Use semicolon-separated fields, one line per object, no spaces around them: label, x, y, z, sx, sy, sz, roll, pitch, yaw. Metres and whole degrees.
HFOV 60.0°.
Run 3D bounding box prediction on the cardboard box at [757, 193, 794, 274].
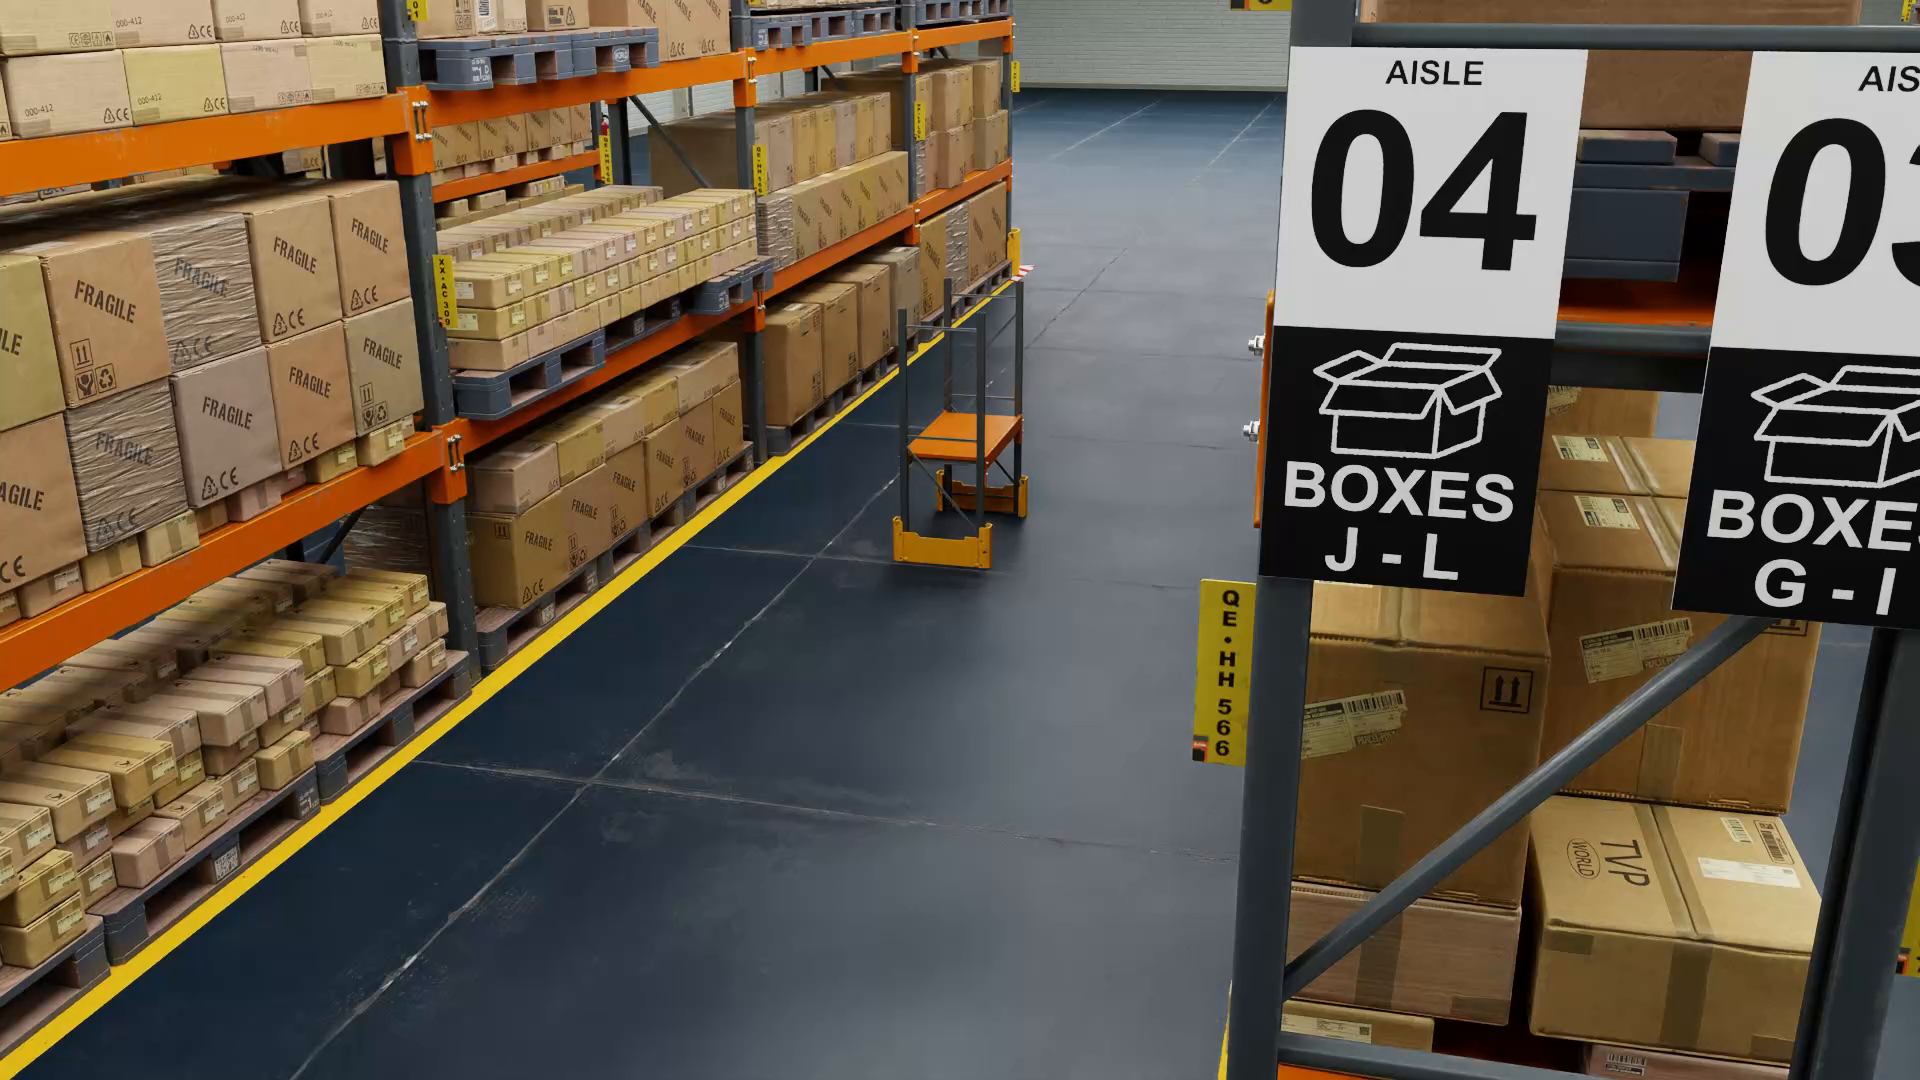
cardboard box;-1.496;-2.169;11.741;0.500;0.500;0.500;5;19;14

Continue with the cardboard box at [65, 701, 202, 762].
cardboard box;-3.094;0.737;6.231;0.380;0.149;0.250;5;19;14

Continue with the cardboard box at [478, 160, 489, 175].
cardboard box;-5.151;-3.899;17.351;0.380;0.149;0.250;5;19;13

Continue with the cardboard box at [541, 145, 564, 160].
cardboard box;-4.693;-4.366;18.717;0.380;0.149;0.250;5;19;14

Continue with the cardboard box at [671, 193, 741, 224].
cardboard box;-1.606;-2.095;10.499;0.380;0.149;0.250;4;19;13

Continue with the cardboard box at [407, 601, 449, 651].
cardboard box;-2.614;0.385;7.719;0.380;0.149;0.250;5;20;14

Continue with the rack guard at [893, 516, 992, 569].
rack guard;-0.103;0.014;9.760;0.587;0.250;0.087;5;19;13

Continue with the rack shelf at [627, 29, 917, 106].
rack shelf;-1.379;-3.708;12.874;1.077;0.370;4.000;5;19;13

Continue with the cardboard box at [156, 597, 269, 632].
cardboard box;-3.269;0.377;7.283;0.380;0.149;0.250;4;19;13

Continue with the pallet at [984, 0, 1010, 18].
pallet;-0.084;-5.653;17.595;1.003;0.211;1.213;5;19;13

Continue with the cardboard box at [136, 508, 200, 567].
cardboard box;-3.000;-0.026;6.010;0.380;0.149;0.250;5;19;14

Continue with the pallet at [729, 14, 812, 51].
pallet;-1.762;-3.538;11.557;1.213;0.211;1.003;6;20;16

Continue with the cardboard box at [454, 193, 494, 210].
cardboard box;-5.097;-3.533;17.332;0.380;0.149;0.250;5;20;15

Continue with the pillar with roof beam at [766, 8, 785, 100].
pillar with roof beam;-0.558;-15.134;40.573;9.100;9.000;0.400;5;19;13

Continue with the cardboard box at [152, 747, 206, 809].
cardboard box;-3.107;0.871;6.296;0.380;0.149;0.250;6;20;16

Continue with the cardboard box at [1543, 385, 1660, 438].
cardboard box;1.961;-0.427;5.410;0.500;0.500;0.500;5;19;14

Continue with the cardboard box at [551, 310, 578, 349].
cardboard box;-2.176;-1.080;8.449;0.380;0.149;0.250;5;19;14

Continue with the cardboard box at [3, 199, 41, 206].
cardboard box;-6.686;-2.194;11.428;0.500;0.250;0.500;4;19;12

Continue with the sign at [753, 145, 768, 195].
sign;-1.339;-2.472;11.117;0.100;0.325;0.005;5;19;13

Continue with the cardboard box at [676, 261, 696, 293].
cardboard box;-1.796;-1.570;9.883;0.380;0.149;0.250;4;19;11

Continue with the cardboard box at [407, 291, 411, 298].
cardboard box;-2.876;-1.192;8.315;0.380;0.149;0.250;5;19;14

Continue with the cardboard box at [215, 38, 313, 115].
cardboard box;-2.836;-1.766;6.308;0.500;0.250;0.500;5;19;13

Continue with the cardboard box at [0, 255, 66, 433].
cardboard box;-3.189;-0.595;5.128;0.500;0.500;0.500;4;19;12

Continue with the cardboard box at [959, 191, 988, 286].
cardboard box;-0.228;-3.209;17.579;0.875;0.875;0.875;4;19;13

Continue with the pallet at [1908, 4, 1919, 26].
pallet;9.378;-4.773;15.173;1.003;0.211;1.213;5;19;13

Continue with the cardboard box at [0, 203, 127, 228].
cardboard box;-3.456;-0.968;6.219;0.500;0.500;0.500;5;19;14

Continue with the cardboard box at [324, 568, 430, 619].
cardboard box;-2.679;0.253;7.647;0.380;0.149;0.250;5;20;15

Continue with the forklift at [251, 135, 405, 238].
forklift;-4.176;-2.033;11.606;1.130;2.935;3.031;5;19;14

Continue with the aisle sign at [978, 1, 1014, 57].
aisle sign;0.395;-5.738;18.324;0.394;0.787;0.004;5;19;13

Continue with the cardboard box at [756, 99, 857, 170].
cardboard box;-1.253;-3.300;13.507;0.700;0.500;0.500;5;19;14

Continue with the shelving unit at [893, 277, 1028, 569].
shelving unit;0.019;-0.734;10.015;0.587;1.500;1.083;5;19;13

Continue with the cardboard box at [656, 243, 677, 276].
cardboard box;-1.860;-1.627;9.590;0.380;0.149;0.250;5;20;15

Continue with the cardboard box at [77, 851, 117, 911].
cardboard box;-3.207;1.191;5.820;0.380;0.149;0.250;5;19;14

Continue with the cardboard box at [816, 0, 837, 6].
cardboard box;-1.230;-4.153;12.398;0.500;0.311;0.500;4;19;12

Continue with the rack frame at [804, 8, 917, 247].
rack frame;-0.890;-3.256;15.078;1.000;3.000;0.127;5;19;13

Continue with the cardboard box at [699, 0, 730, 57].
cardboard box;-1.761;-3.270;10.324;0.500;0.500;0.500;5;19;13

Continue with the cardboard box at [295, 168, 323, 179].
cardboard box;-5.836;-3.193;14.634;0.380;0.149;0.250;5;19;13

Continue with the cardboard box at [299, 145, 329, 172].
cardboard box;-5.857;-3.522;14.593;0.500;0.500;0.500;5;20;15

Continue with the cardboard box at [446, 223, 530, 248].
cardboard box;-2.617;-1.659;9.223;0.380;0.149;0.250;4;19;11

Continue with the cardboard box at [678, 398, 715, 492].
cardboard box;-1.905;-0.628;10.604;0.500;0.500;0.500;5;20;16

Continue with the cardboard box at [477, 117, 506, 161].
cardboard box;-5.102;-4.234;17.329;0.500;0.500;0.500;4;19;13

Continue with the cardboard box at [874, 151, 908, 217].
cardboard box;-0.759;-3.118;14.521;0.500;0.500;0.500;5;19;13

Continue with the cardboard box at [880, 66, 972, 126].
cardboard box;-0.358;-4.457;16.694;0.875;0.550;0.500;5;19;13

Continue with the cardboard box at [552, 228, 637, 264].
cardboard box;-1.988;-1.602;9.056;0.380;0.149;0.250;5;20;15

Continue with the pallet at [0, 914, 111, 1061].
pallet;-3.571;1.550;5.324;1.003;0.211;1.213;5;19;13

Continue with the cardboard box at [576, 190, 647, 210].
cardboard box;-2.231;-2.149;10.658;0.380;0.149;0.250;4;19;12

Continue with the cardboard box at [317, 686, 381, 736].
cardboard box;-2.757;0.715;7.215;0.380;0.149;0.250;4;19;12

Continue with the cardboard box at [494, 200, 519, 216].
cardboard box;-5.061;-3.362;17.834;0.500;0.500;0.500;6;20;16

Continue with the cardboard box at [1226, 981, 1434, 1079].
cardboard box;0.730;0.910;3.271;0.380;0.149;0.250;5;19;14

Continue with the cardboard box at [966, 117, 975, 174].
cardboard box;-0.332;-4.121;17.379;0.875;0.550;0.550;5;19;13

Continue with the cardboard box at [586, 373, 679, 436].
cardboard box;-2.033;-0.820;10.006;0.500;0.250;0.500;5;20;15

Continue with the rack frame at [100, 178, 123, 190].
rack frame;-6.692;-2.361;12.459;1.000;3.000;0.127;5;19;13

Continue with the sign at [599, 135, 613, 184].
sign;-2.407;-2.593;11.346;0.100;0.325;0.005;5;19;13

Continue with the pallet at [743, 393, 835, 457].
pallet;-1.602;-0.923;12.564;1.003;0.211;1.213;5;19;13

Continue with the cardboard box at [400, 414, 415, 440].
cardboard box;-2.688;-0.521;7.462;0.380;0.149;0.250;4;19;13

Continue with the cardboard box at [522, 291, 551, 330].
cardboard box;-2.241;-1.137;8.155;0.380;0.149;0.250;4;19;12

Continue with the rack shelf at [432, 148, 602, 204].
rack shelf;-5.226;-3.901;18.082;1.077;0.370;4.000;5;19;13
